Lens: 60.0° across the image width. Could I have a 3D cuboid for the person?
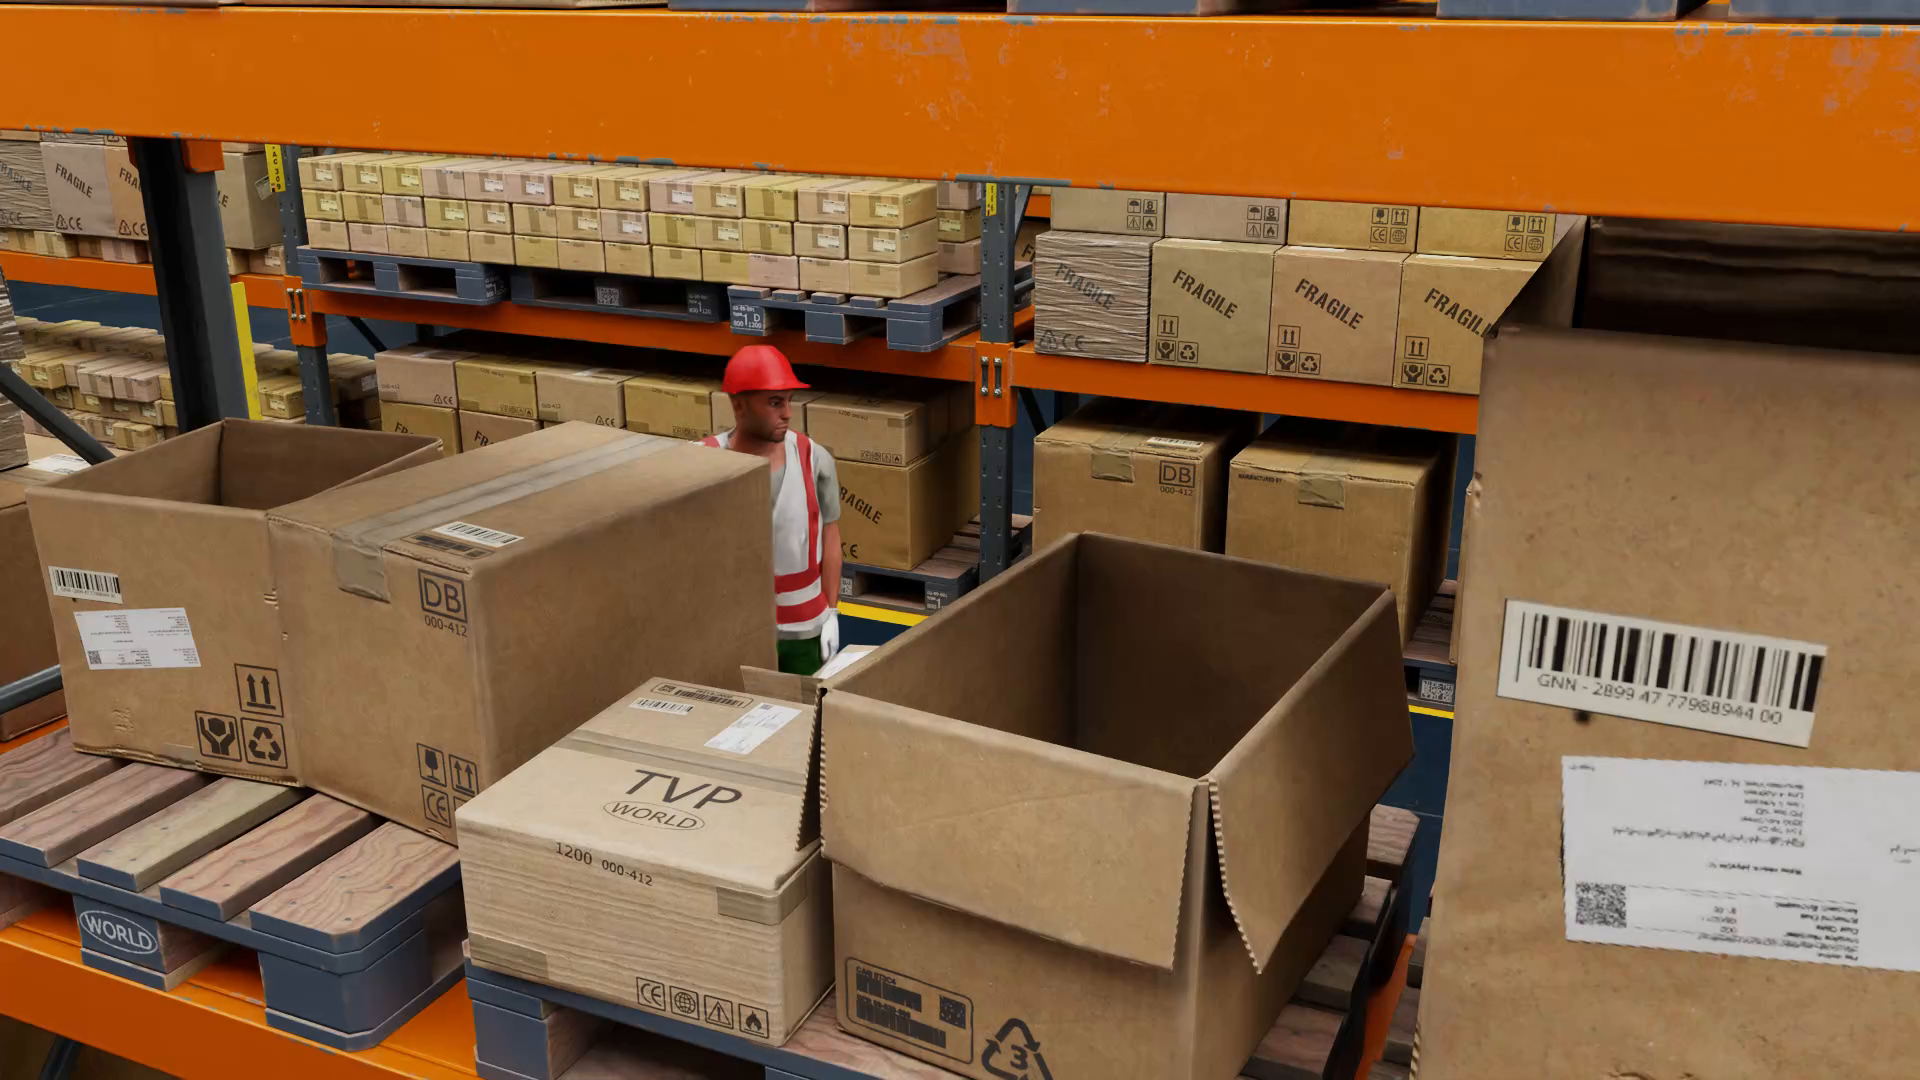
[{"bbox_3d":[-0.657,0.293,5.114,0.644,1.790,0.395,-6,20,-16],"label":"person"}]
